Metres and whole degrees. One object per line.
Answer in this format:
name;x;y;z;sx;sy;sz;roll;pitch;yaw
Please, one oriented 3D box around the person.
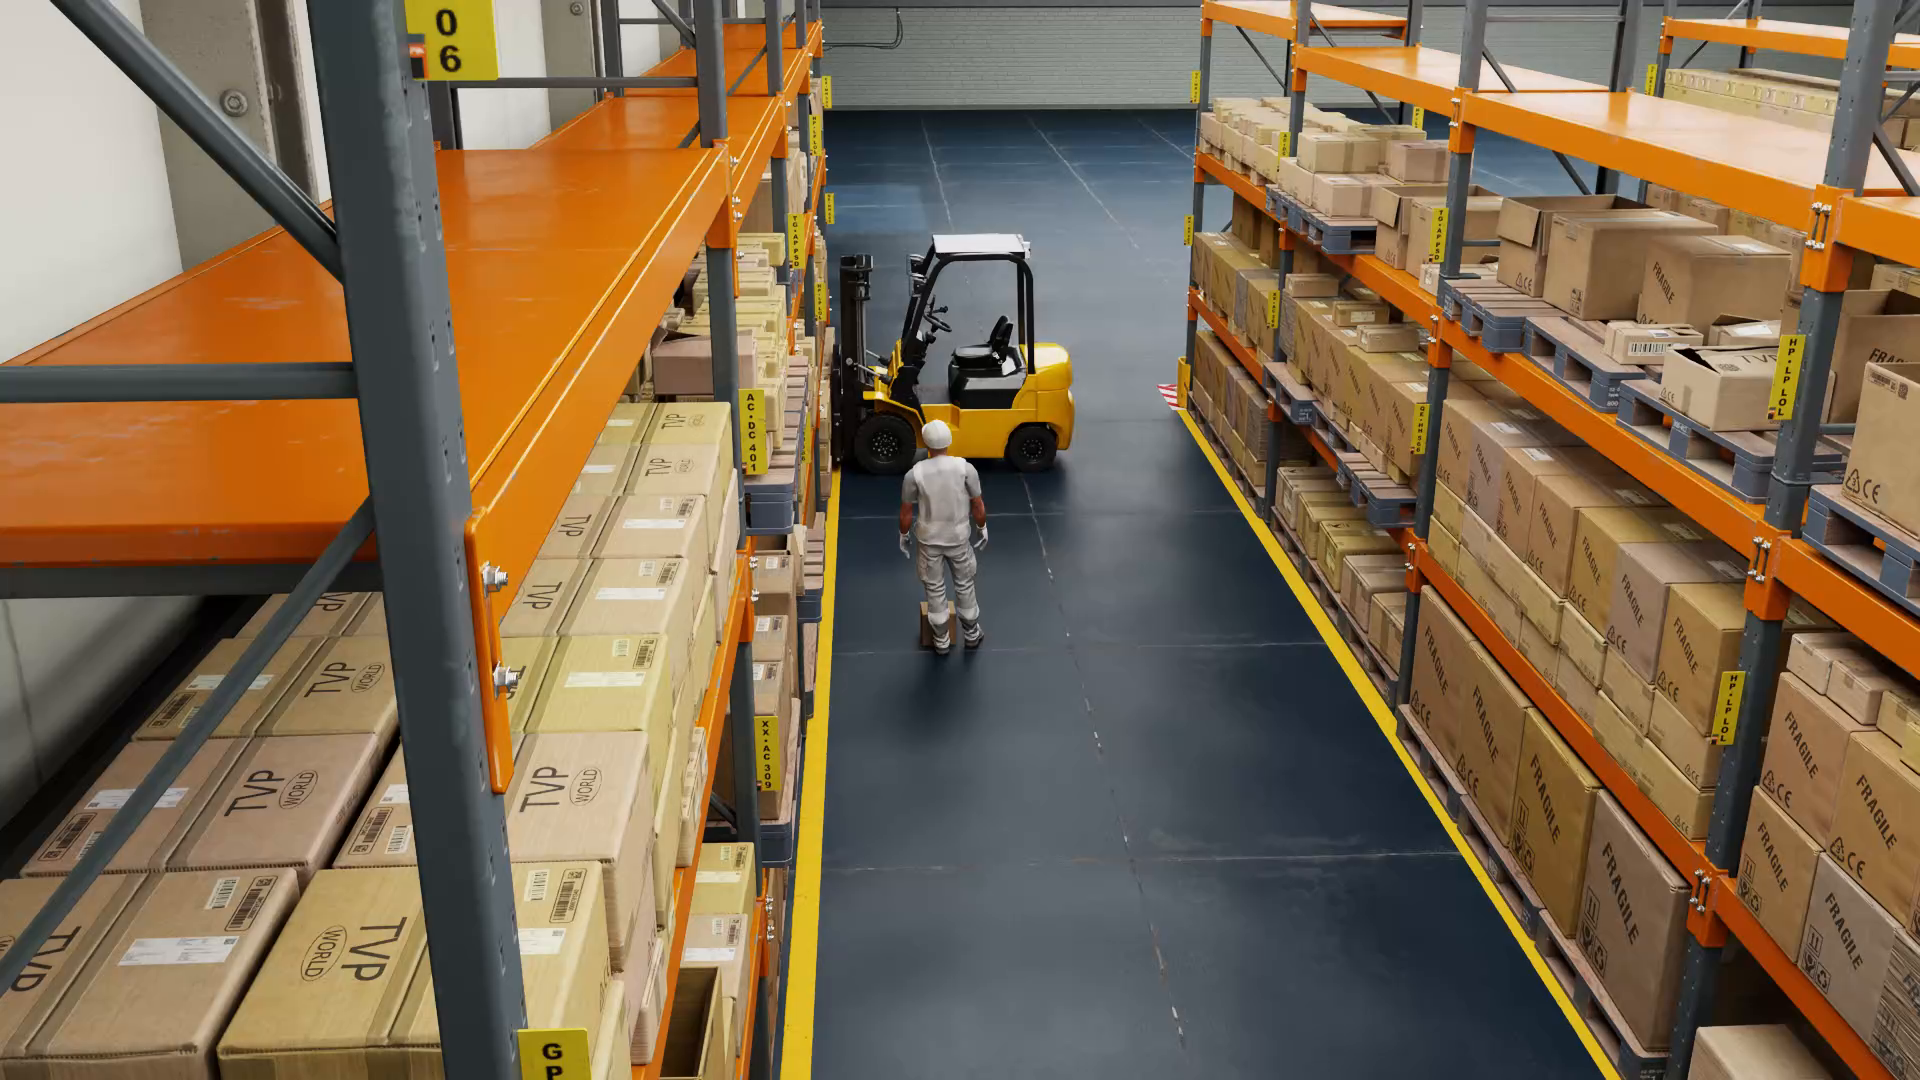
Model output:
person;-0.120;-0.042;11.991;0.638;1.788;0.561;-1;20;-3
